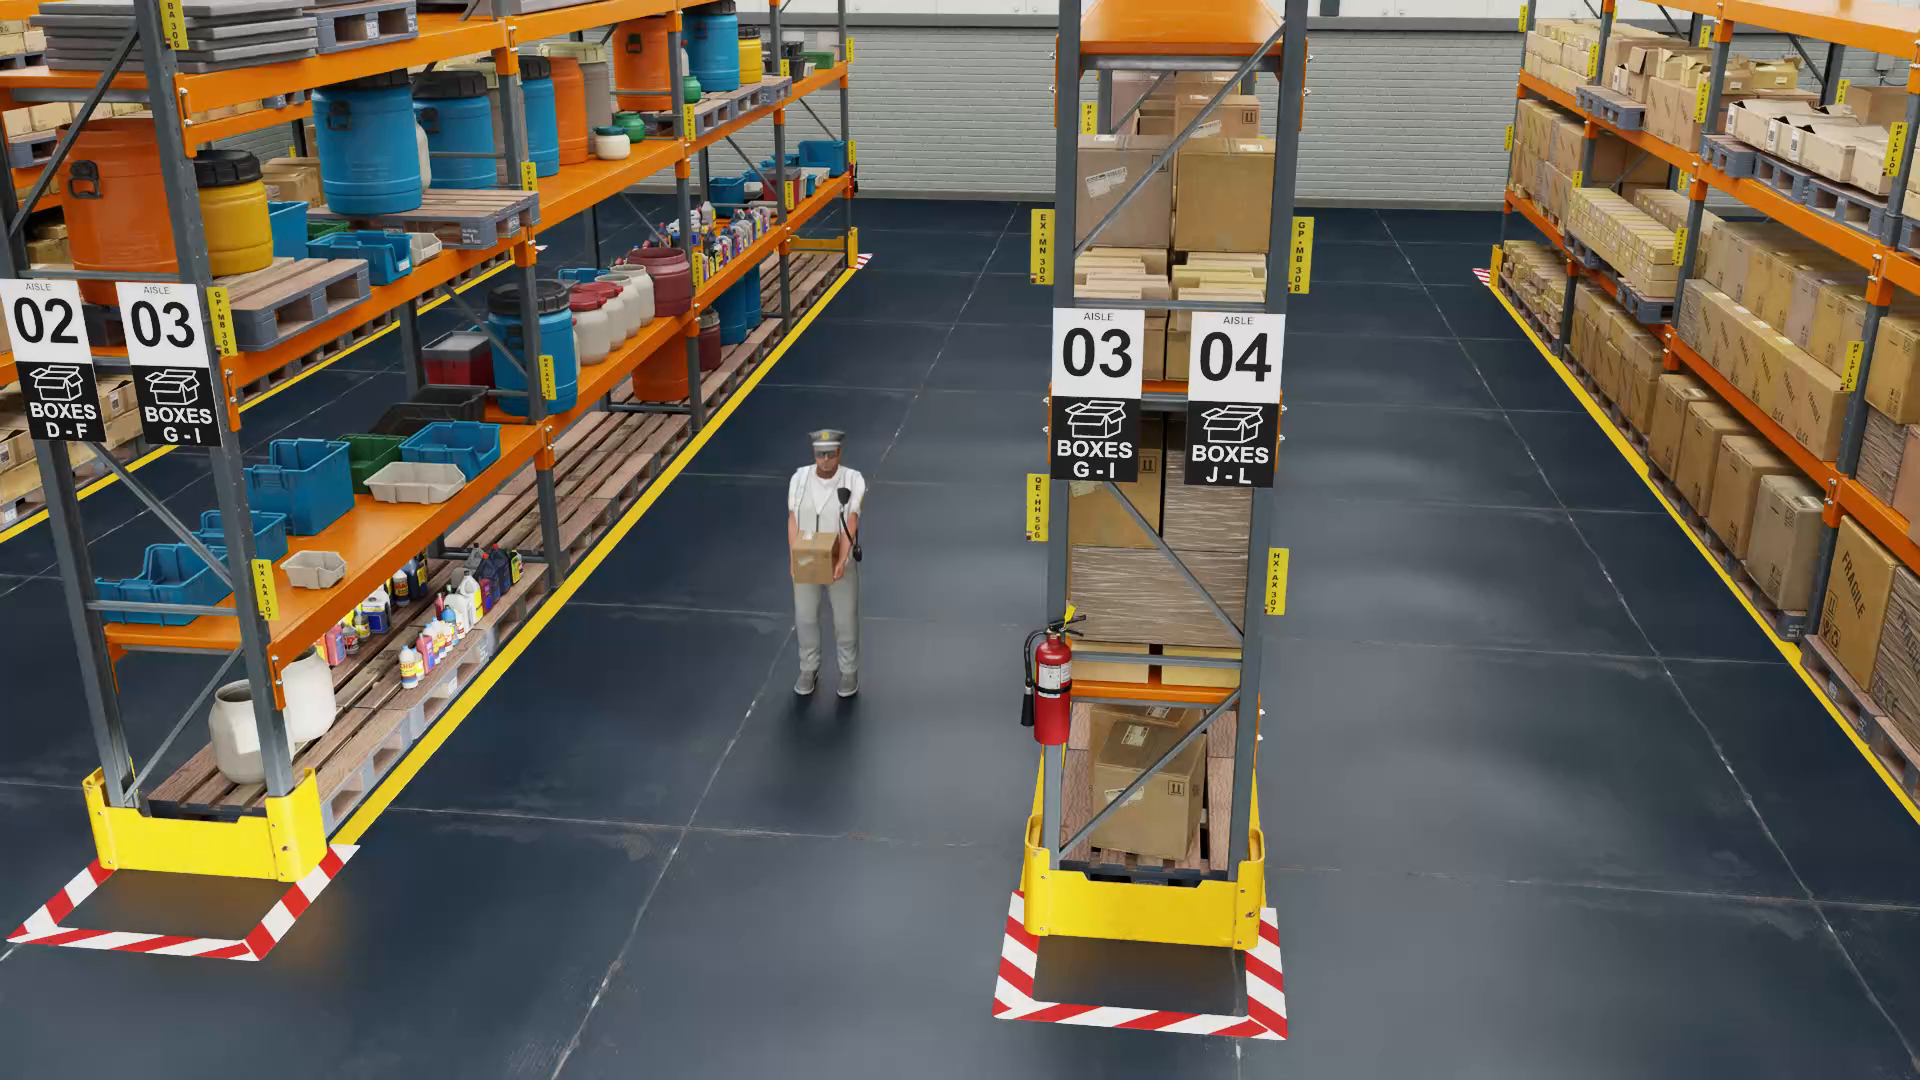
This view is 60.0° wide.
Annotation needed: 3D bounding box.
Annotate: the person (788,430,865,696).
[{"bbox_3d":[-0.860,0.160,10.643,0.491,1.766,0.559,3,21,7],"label":"person"}]
